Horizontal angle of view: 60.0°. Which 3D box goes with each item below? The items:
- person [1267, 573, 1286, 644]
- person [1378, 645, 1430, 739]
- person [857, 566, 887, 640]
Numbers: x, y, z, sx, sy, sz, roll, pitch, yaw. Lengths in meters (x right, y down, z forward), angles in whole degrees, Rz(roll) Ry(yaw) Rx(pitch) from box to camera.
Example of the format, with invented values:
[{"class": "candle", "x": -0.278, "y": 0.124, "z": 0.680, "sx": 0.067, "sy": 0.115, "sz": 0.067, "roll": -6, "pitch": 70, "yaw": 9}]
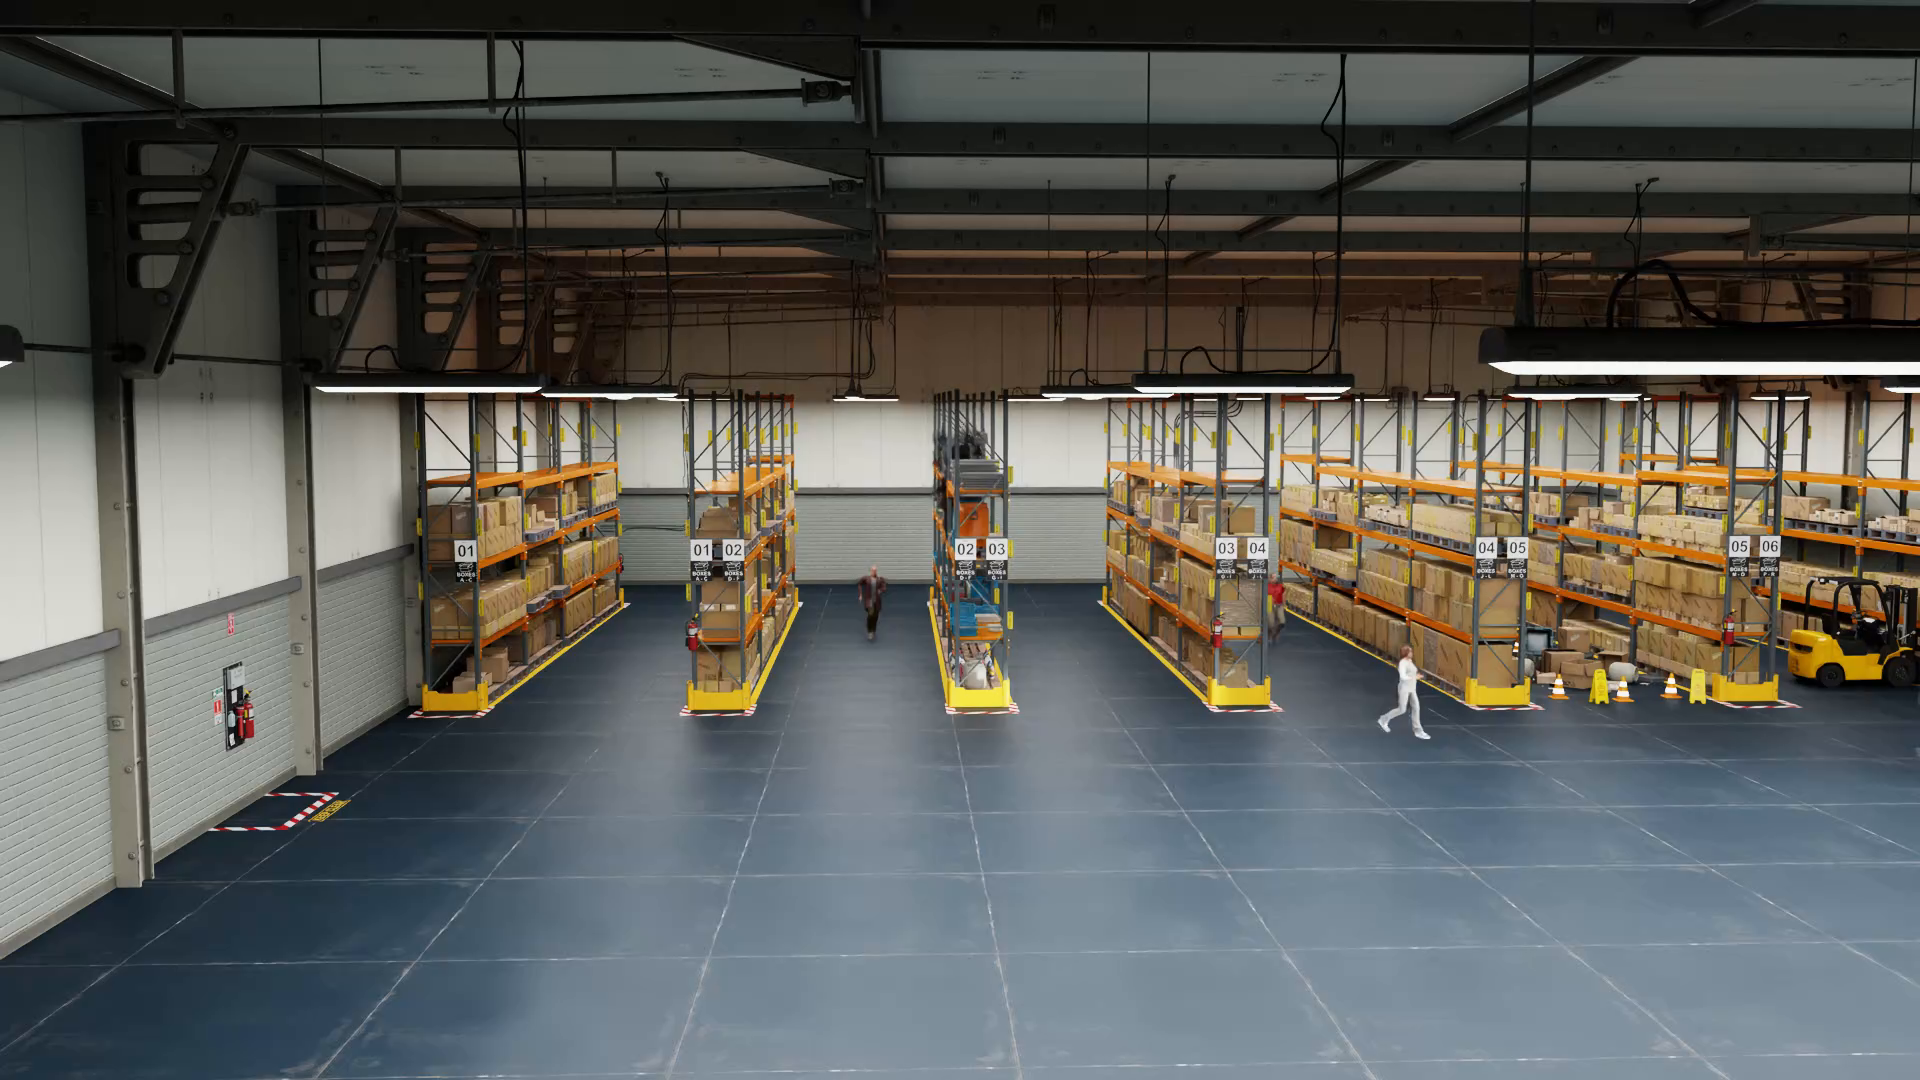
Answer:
[{"class": "person", "x": 7.472, "y": 1.645, "z": 39.511, "sx": 0.720, "sy": 1.695, "sz": 0.603, "roll": -1, "pitch": 5, "yaw": -13}, {"class": "person", "x": 7.648, "y": 2.590, "z": 28.511, "sx": 0.850, "sy": 1.586, "sz": 0.544, "roll": 3, "pitch": 6, "yaw": 35}, {"class": "person", "x": -2.123, "y": 1.534, "z": 40.604, "sx": 0.666, "sy": 1.818, "sz": 0.888, "roll": -1, "pitch": 5, "yaw": -15}]
